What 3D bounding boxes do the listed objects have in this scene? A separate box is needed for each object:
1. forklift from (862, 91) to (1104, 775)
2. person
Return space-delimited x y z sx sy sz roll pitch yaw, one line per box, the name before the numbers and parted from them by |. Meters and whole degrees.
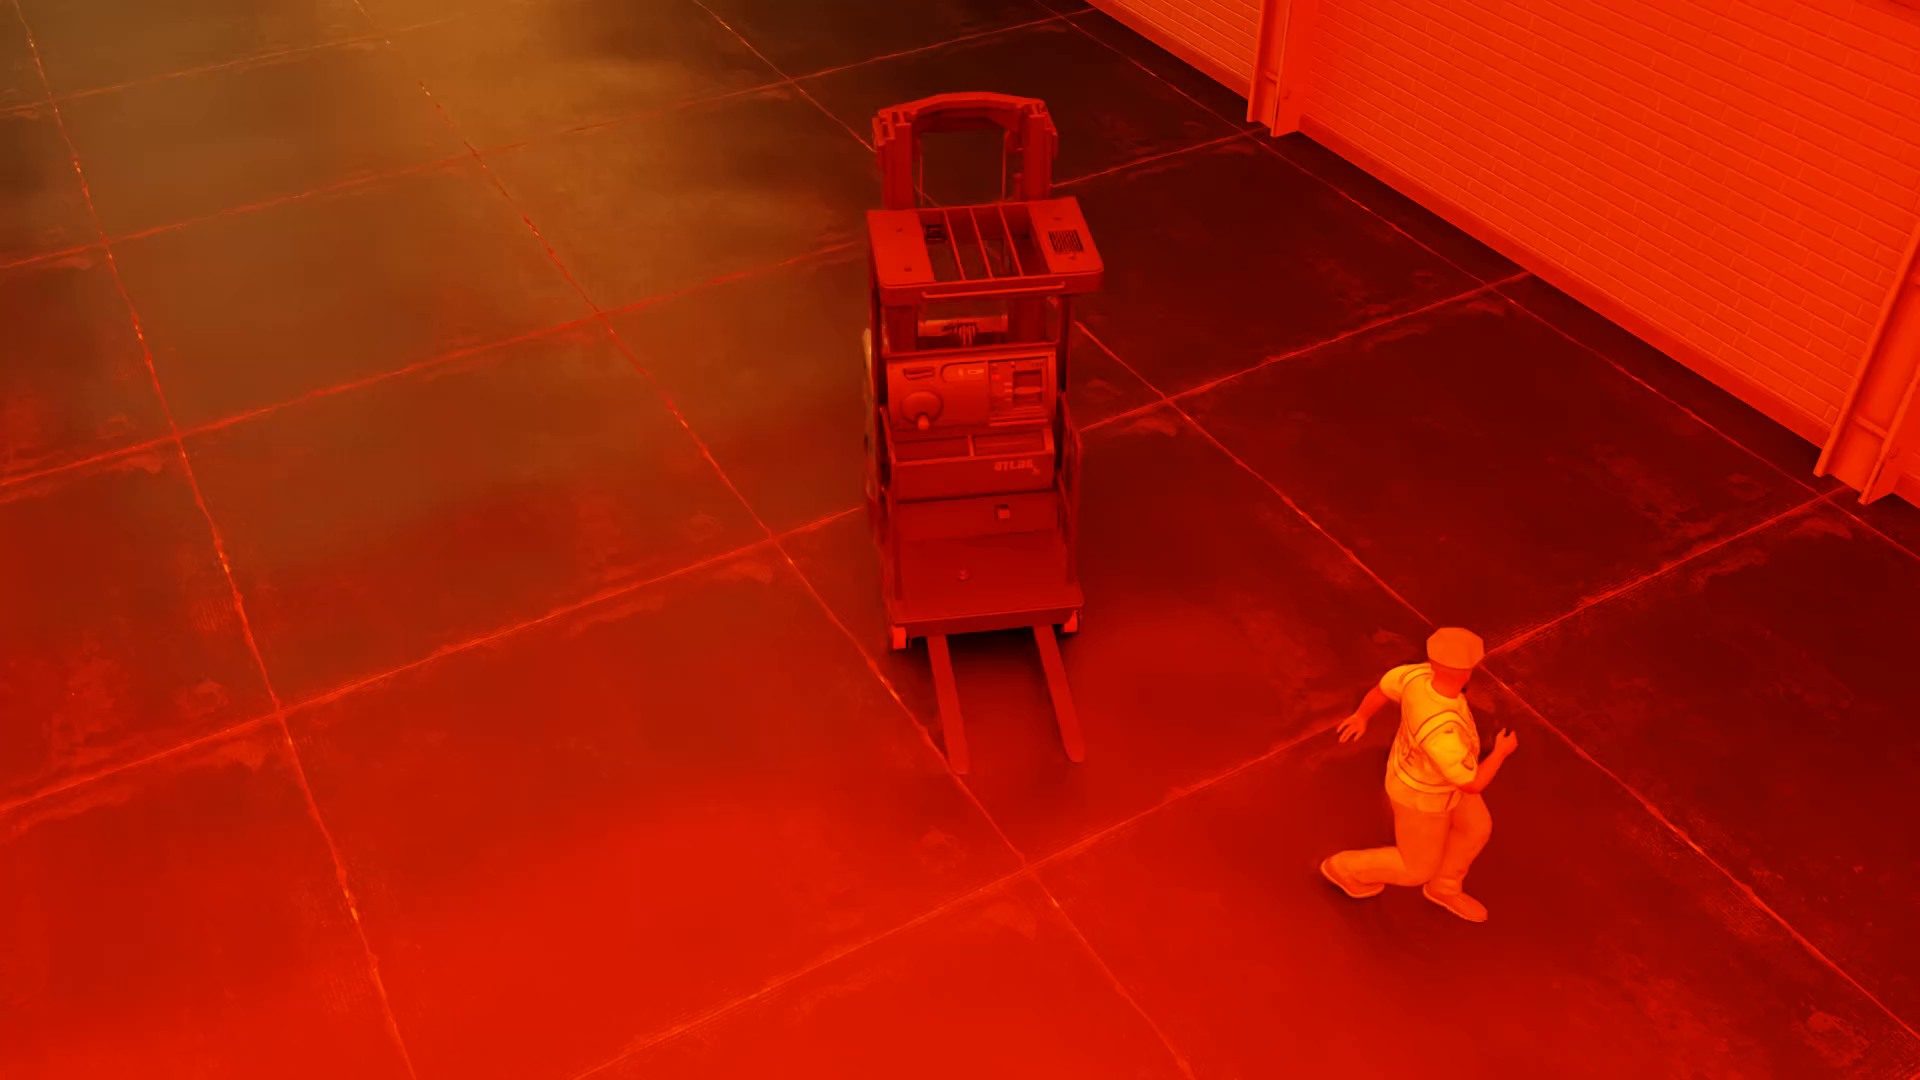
forklift | 0.099 -0.740 8.929 1.130 2.935 3.031 -5 40 -6
person | 2.166 1.107 7.720 0.883 1.667 0.583 12 41 14
